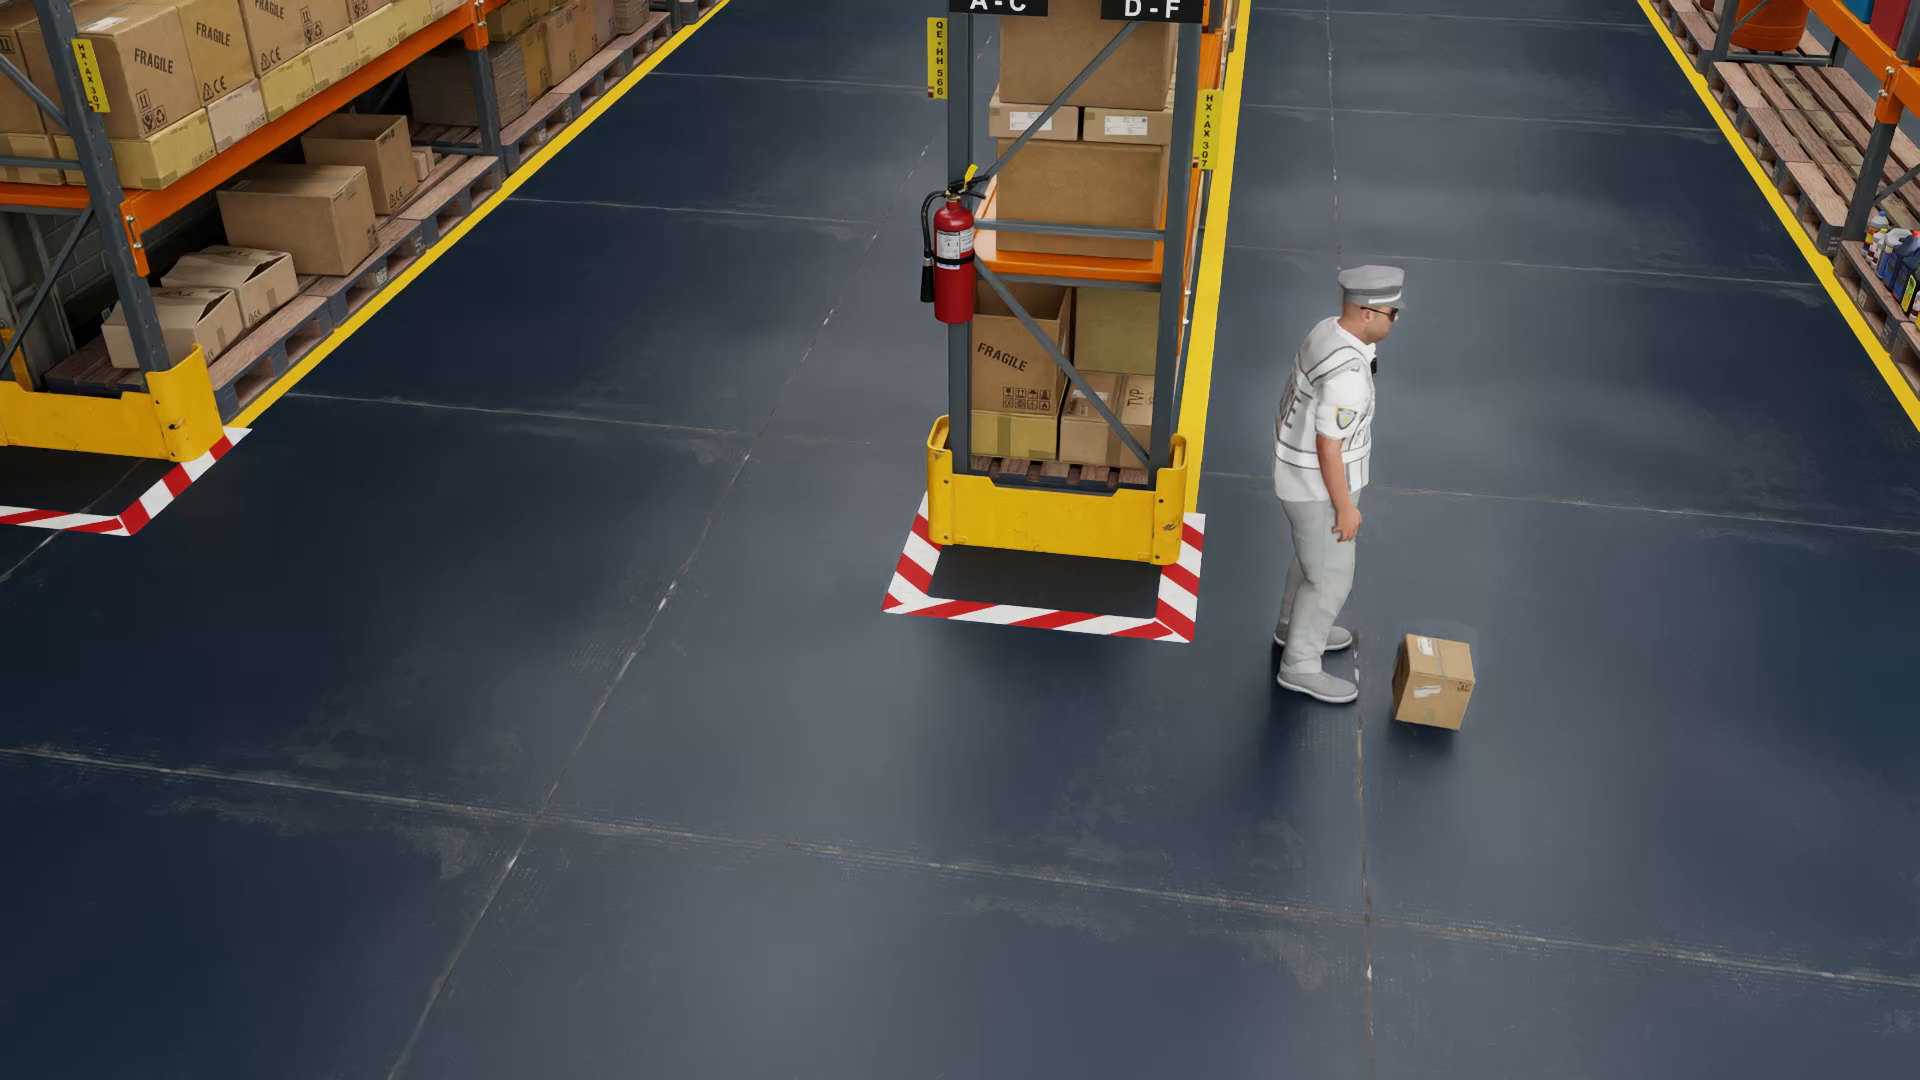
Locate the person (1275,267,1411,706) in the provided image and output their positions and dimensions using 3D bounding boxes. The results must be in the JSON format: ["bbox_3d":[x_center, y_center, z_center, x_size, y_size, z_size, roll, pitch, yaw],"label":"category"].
[{"bbox_3d":[1.443,-0.232,6.498,0.437,1.748,0.584,5,33,8],"label":"person"}]
